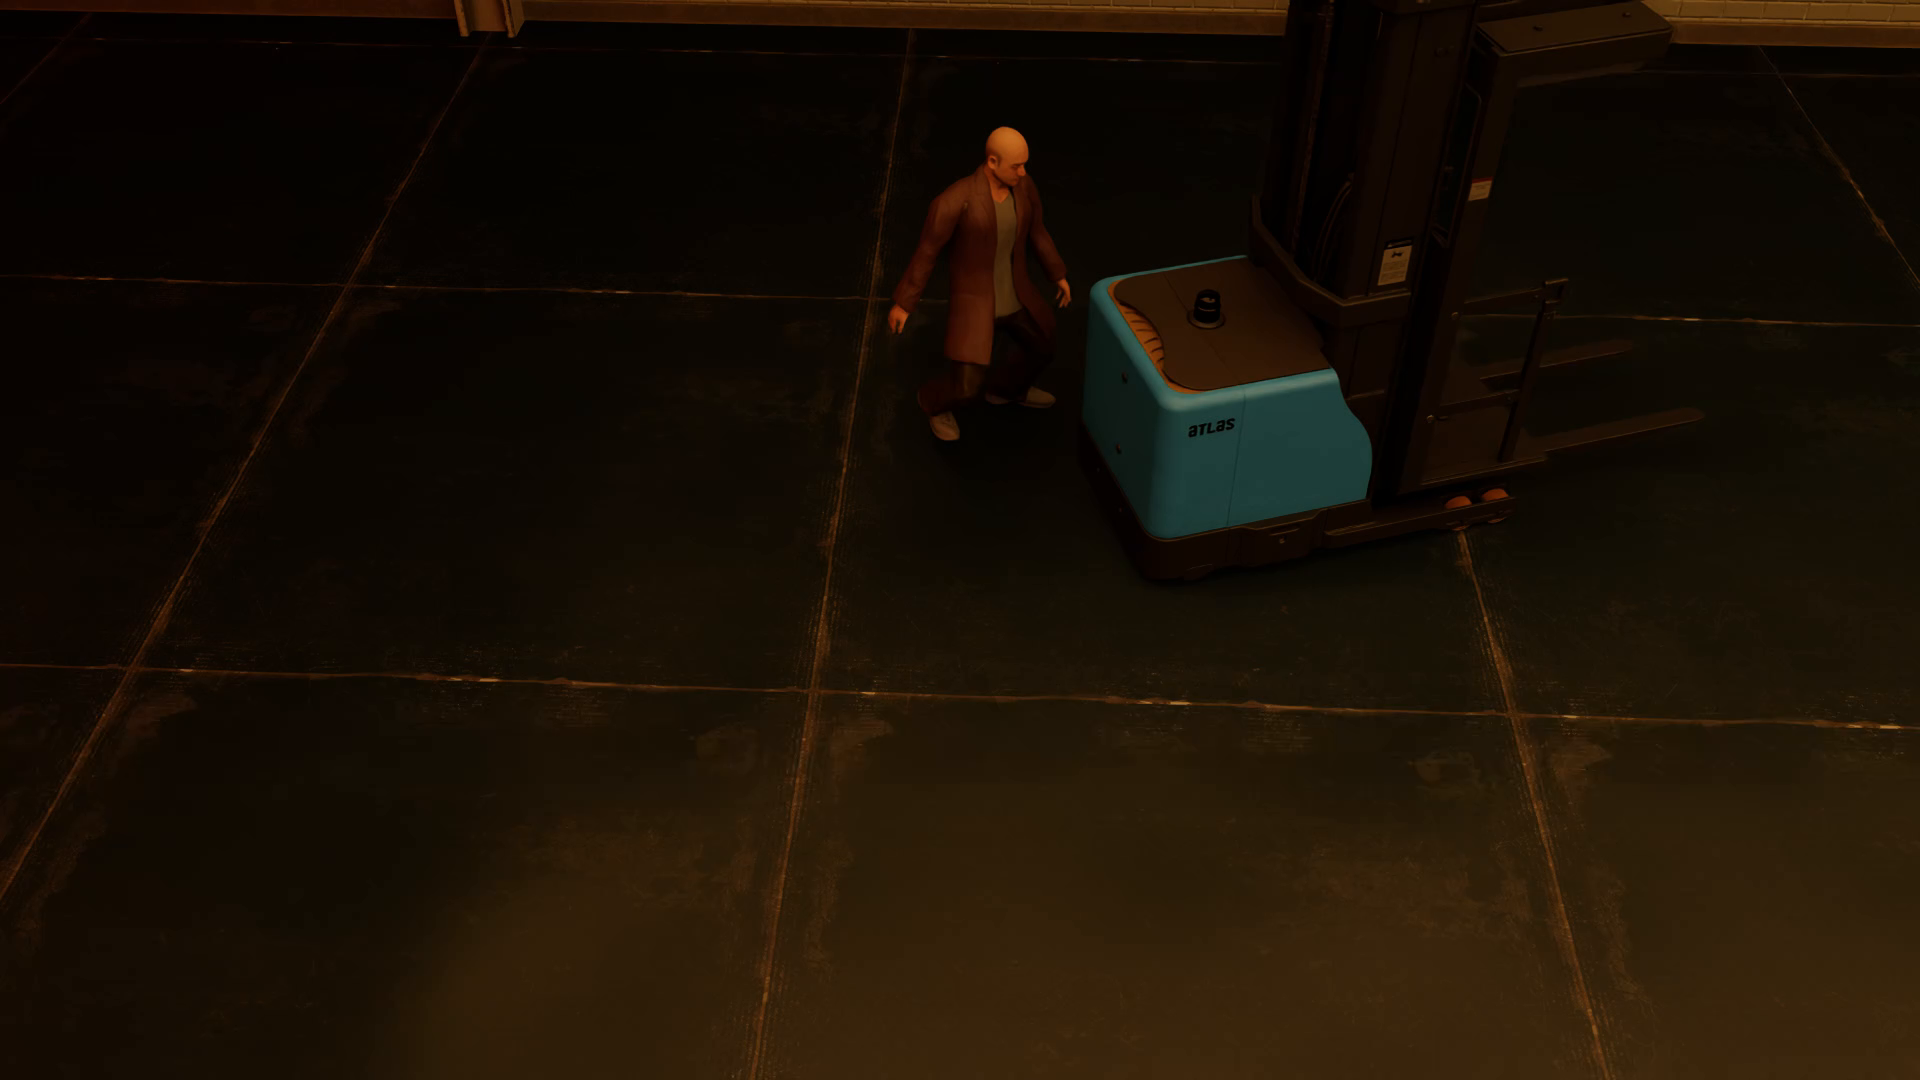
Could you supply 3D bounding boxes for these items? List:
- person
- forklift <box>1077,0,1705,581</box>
[{"bbox_3d":[0.109,-1.179,7.969,0.939,1.687,0.577,-23,47,-23],"label":"person"},{"bbox_3d":[2.157,-1.459,7.341,3.031,2.935,1.130,-11,44,-12],"label":"forklift"}]
